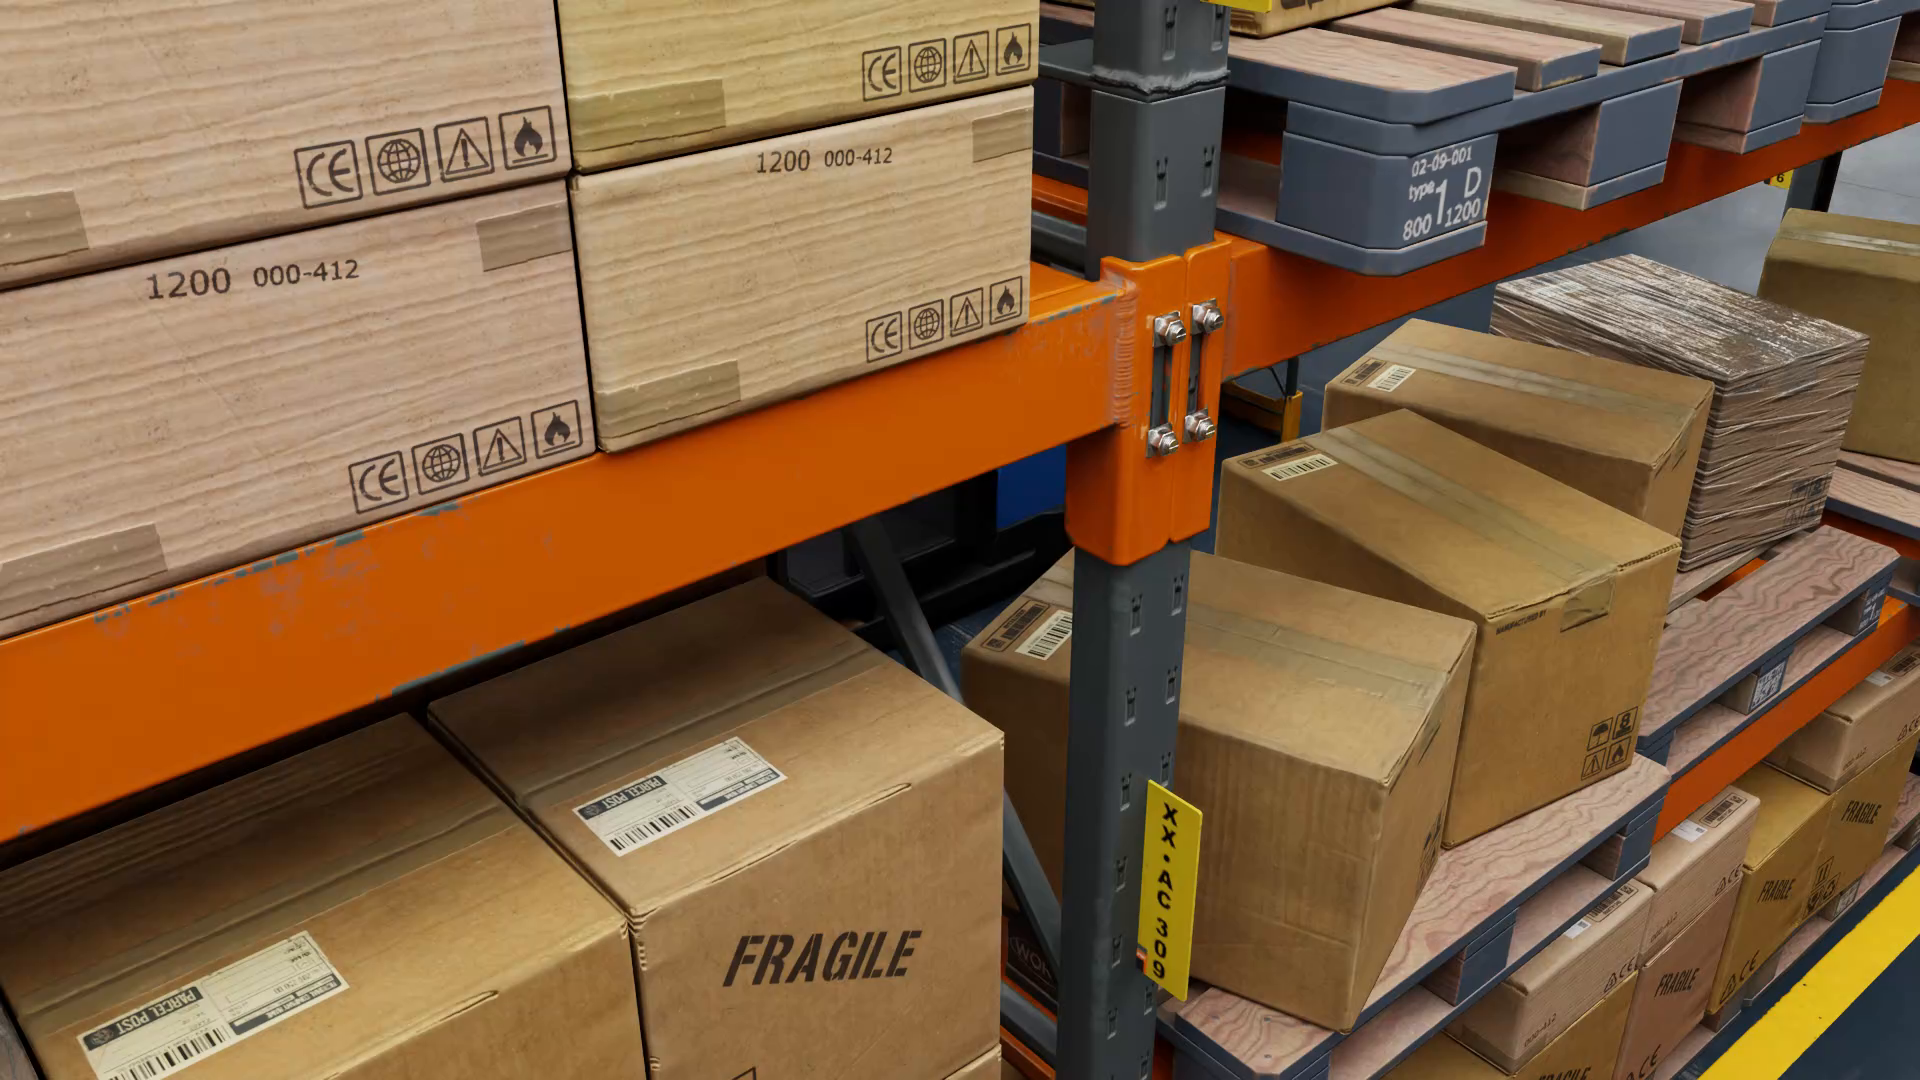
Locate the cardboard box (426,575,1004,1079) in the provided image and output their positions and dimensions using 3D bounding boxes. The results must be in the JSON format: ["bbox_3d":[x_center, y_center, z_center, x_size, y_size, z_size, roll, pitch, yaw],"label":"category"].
[{"bbox_3d":[-0.296,0.430,2.096,0.500,0.500,0.500,-22,35,-35],"label":"cardboard box"}]

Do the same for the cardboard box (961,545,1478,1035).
[{"bbox_3d":[0.427,0.373,2.817,0.700,0.500,0.500,15,32,26],"label":"cardboard box"}]

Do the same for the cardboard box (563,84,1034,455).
[{"bbox_3d":[-0.276,-0.345,1.690,0.500,0.250,0.500,-22,35,-35],"label":"cardboard box"}]

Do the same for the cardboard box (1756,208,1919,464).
[{"bbox_3d":[2.558,-0.553,4.550,0.700,0.500,0.500,15,32,26],"label":"cardboard box"}]

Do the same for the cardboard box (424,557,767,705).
[{"bbox_3d":[-0.620,0.226,2.479,0.500,0.500,0.500,-21,34,-34],"label":"cardboard box"}]

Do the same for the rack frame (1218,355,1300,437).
[{"bbox_3d":[1.459,-1.249,7.997,0.032,1.500,0.500,-22,35,-35],"label":"rack frame"}]

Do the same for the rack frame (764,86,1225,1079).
[{"bbox_3d":[-0.079,0.667,2.819,0.127,3.000,1.000,-22,35,-35],"label":"rack frame"}]

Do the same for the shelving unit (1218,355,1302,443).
[{"bbox_3d":[1.065,-1.091,7.700,1.083,1.500,0.587,-22,35,-35],"label":"shelving unit"}]

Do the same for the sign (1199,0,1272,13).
[{"bbox_3d":[0.279,-0.691,1.630,0.005,0.325,0.100,-22,35,-35],"label":"sign"}]

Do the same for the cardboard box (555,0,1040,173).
[{"bbox_3d":[-0.273,-0.564,1.569,0.500,0.250,0.500,-22,35,-35],"label":"cardboard box"}]

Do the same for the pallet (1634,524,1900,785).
[{"bbox_3d":[1.488,0.125,4.037,1.213,0.211,1.003,-22,35,-35],"label":"pallet"}]

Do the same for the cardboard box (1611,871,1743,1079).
[{"bbox_3d":[1.616,1.043,4.301,0.500,0.500,0.500,-23,36,-37],"label":"cardboard box"}]

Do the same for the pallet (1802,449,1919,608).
[{"bbox_3d":[2.494,-0.239,4.719,1.003,0.211,1.213,-22,35,-35],"label":"pallet"}]

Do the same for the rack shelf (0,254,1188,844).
[{"bbox_3d":[-1.600,0.274,1.136,4.000,0.370,1.077,-22,35,-35],"label":"rack shelf"}]

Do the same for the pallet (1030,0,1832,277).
[{"bbox_3d":[0.463,-0.747,2.482,1.003,0.211,1.213,-22,35,-35],"label":"pallet"}]

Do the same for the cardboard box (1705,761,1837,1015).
[{"bbox_3d":[2.011,0.881,4.605,0.500,0.500,0.500,-23,36,-37],"label":"cardboard box"}]

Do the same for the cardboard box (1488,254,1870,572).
[{"bbox_3d":[1.738,-0.341,4.154,0.500,0.500,0.700,-15,32,-26],"label":"cardboard box"}]

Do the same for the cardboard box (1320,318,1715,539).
[{"bbox_3d":[1.225,-0.125,3.749,0.700,0.500,0.500,18,33,30],"label":"cardboard box"}]

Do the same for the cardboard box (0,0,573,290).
[{"bbox_3d":[-0.655,-0.412,1.285,0.500,0.250,0.500,-22,35,-35],"label":"cardboard box"}]

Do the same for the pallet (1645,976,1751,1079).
[{"bbox_3d":[1.444,1.260,4.669,1.213,0.211,1.003,-22,35,-35],"label":"pallet"}]

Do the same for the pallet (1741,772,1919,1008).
[{"bbox_3d":[2.372,0.888,5.364,1.213,0.211,1.003,-22,35,-35],"label":"pallet"}]

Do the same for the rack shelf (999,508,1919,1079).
[{"bbox_3d":[1.443,0.373,4.133,4.000,0.370,1.077,-22,35,-35],"label":"rack shelf"}]

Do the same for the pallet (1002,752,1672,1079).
[{"bbox_3d":[0.600,0.547,3.248,1.213,0.211,1.003,-22,35,-35],"label":"pallet"}]

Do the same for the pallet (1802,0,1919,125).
[{"bbox_3d":[1.250,-1.065,3.078,1.003,0.211,1.213,-22,35,-35],"label":"pallet"}]

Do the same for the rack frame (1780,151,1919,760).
[{"bbox_3d":[2.964,-0.556,5.109,0.127,3.000,1.000,-22,35,-35],"label":"rack frame"}]

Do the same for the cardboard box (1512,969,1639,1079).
[{"bbox_3d":[1.231,1.198,4.011,0.500,0.500,0.500,-21,35,-34],"label":"cardboard box"}]

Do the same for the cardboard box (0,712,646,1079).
[{"bbox_3d":[-0.684,0.587,1.801,0.500,0.500,0.500,-23,36,-36],"label":"cardboard box"}]

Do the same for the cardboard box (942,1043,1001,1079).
[{"bbox_3d":[-0.293,0.868,2.337,0.500,0.500,0.500,-21,35,-34],"label":"cardboard box"}]

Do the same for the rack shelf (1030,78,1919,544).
[{"bbox_3d":[1.443,-0.950,3.426,4.000,0.370,1.077,-22,35,-35],"label":"rack shelf"}]

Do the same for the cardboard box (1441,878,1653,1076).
[{"bbox_3d":[1.208,0.878,3.813,0.500,0.250,0.500,-22,35,-35],"label":"cardboard box"}]

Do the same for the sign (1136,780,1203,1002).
[{"bbox_3d":[0.279,0.478,2.255,0.005,0.325,0.100,-22,35,-35],"label":"sign"}]

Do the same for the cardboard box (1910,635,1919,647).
[{"bbox_3d":[3.553,0.416,5.760,0.500,0.250,0.500,-22,35,-35],"label":"cardboard box"}]

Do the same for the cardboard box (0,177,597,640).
[{"bbox_3d":[-0.663,-0.196,1.411,0.500,0.250,0.500,-22,35,-35],"label":"cardboard box"}]

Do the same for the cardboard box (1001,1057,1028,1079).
[{"bbox_3d":[0.110,1.322,3.779,0.500,0.500,0.500,-22,35,-35],"label":"cardboard box"}]

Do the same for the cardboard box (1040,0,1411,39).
[{"bbox_3d":[0.352,-1.057,2.205,0.600,0.600,0.600,25,37,38],"label":"cardboard box"}]

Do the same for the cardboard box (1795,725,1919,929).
[{"bbox_3d":[2.405,0.722,4.901,0.500,0.500,0.500,-20,34,-33],"label":"cardboard box"}]

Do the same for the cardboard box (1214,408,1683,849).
[{"bbox_3d":[0.909,0.140,3.254,0.500,0.500,0.700,-16,32,-27],"label":"cardboard box"}]

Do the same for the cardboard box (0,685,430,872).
[{"bbox_3d":[-1.012,0.384,2.183,0.500,0.500,0.500,-23,36,-36],"label":"cardboard box"}]

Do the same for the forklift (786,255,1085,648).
[{"bbox_3d":[-0.522,-1.105,6.209,3.031,2.935,1.130,-22,35,-35],"label":"forklift"}]

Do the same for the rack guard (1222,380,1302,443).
[{"bbox_3d":[1.444,-0.692,8.280,0.087,0.250,0.587,-22,35,-35],"label":"rack guard"}]

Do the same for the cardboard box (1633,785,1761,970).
[{"bbox_3d":[1.589,0.725,4.101,0.500,0.250,0.500,-23,36,-36],"label":"cardboard box"}]

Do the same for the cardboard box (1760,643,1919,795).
[{"bbox_3d":[2.365,0.410,4.689,0.500,0.250,0.500,-20,34,-33],"label":"cardboard box"}]

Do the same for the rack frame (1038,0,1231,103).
[{"bbox_3d":[-0.079,-1.979,1.405,0.127,3.000,1.000,-22,35,-35],"label":"rack frame"}]

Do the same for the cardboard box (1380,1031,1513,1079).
[{"bbox_3d":[0.846,1.348,3.730,0.500,0.500,0.500,-21,35,-34],"label":"cardboard box"}]

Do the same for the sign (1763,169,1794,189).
[{"bbox_3d":[2.601,-1.265,5.206,0.005,0.325,0.100,-22,35,-35],"label":"sign"}]
